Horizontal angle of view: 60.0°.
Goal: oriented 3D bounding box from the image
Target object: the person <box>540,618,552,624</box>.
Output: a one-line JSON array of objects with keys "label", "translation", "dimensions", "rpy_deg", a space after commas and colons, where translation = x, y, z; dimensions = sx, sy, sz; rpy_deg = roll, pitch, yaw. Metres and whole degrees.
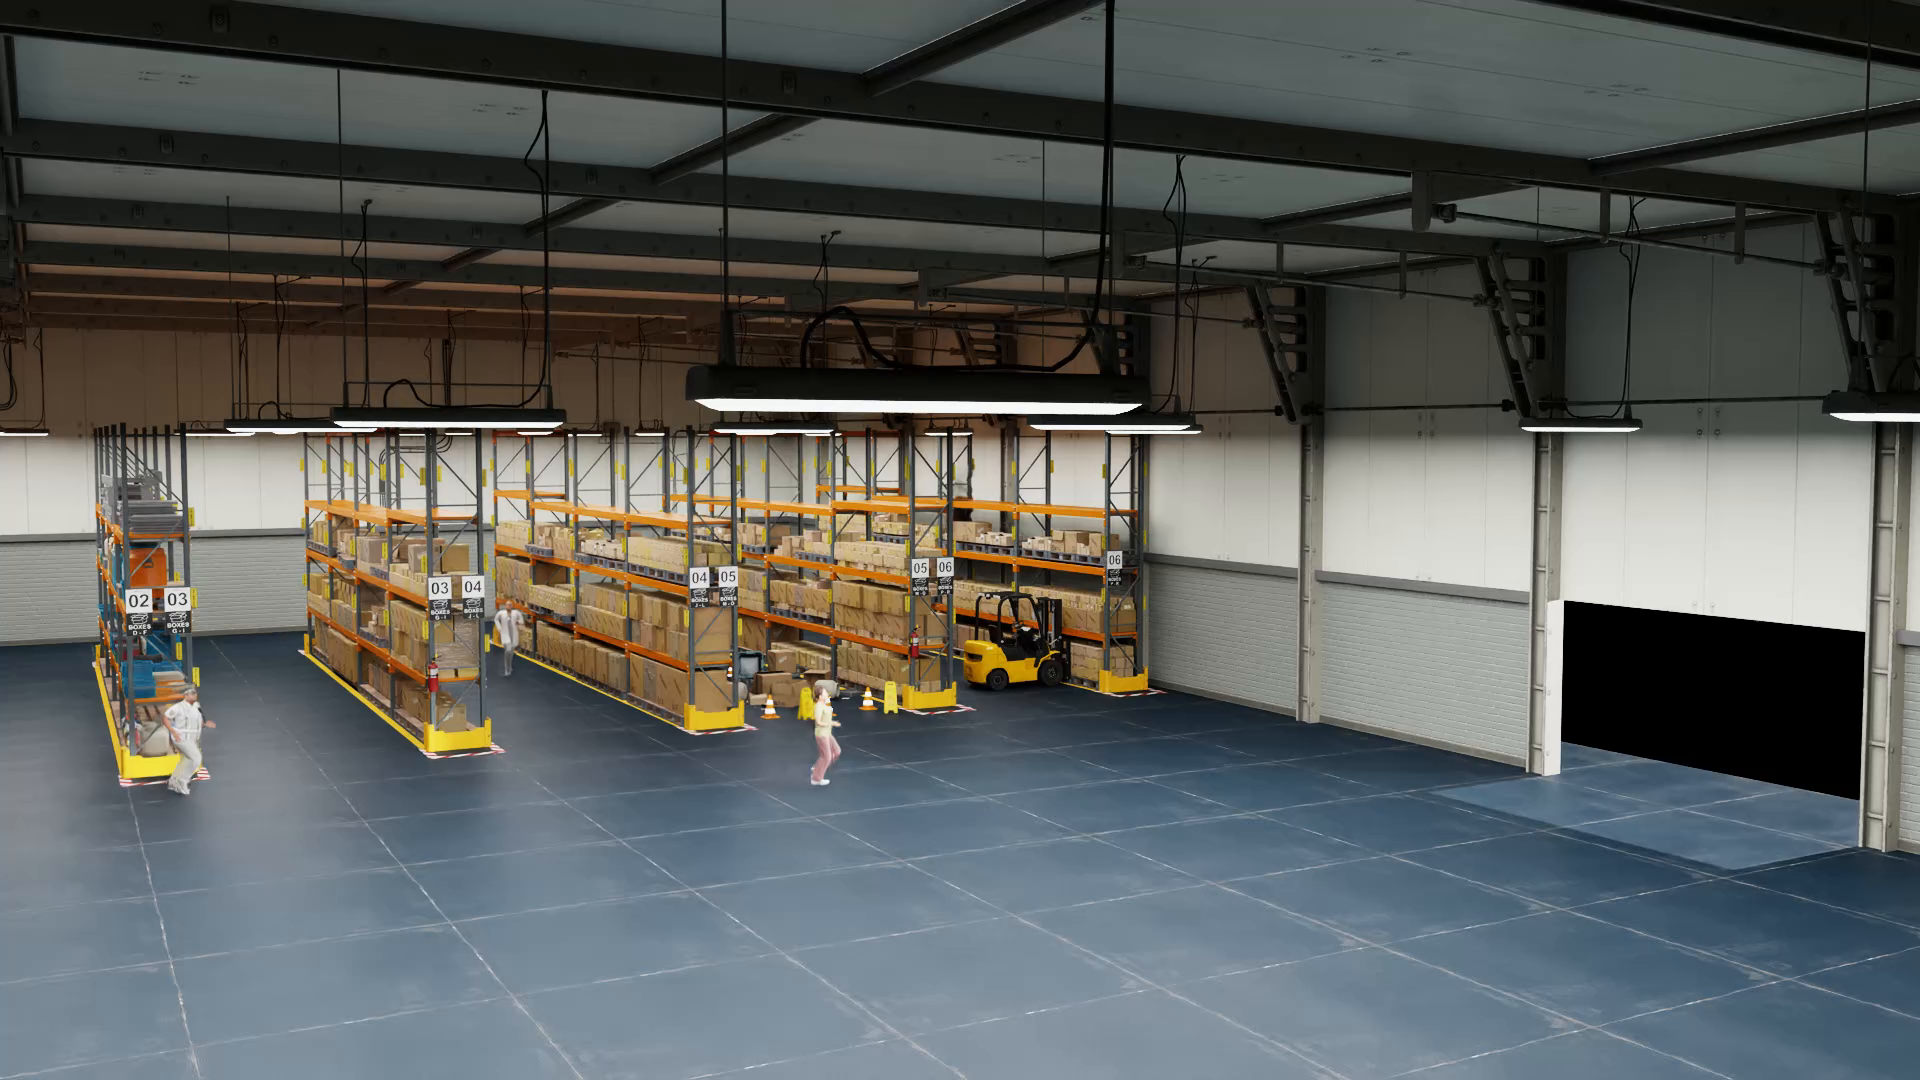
[{"label": "person", "translation": [-12.004, 1.893, 48.712], "dimensions": [0.762, 1.790, 0.675], "rpy_deg": [-3, 4, -39]}]

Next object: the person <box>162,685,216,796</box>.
[{"label": "person", "translation": [-12.470, 3.221, 26.910], "dimensions": [0.760, 1.777, 0.644], "rpy_deg": [0, 3, 6]}]

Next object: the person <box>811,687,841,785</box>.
[{"label": "person", "translation": [-2.211, 3.233, 27.490], "dimensions": [0.526, 1.619, 0.570], "rpy_deg": [0, 3, 4]}]

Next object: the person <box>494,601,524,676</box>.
[{"label": "person", "translation": [-10.971, 2.499, 40.569], "dimensions": [0.665, 1.653, 0.847], "rpy_deg": [-2, 4, -26]}]
